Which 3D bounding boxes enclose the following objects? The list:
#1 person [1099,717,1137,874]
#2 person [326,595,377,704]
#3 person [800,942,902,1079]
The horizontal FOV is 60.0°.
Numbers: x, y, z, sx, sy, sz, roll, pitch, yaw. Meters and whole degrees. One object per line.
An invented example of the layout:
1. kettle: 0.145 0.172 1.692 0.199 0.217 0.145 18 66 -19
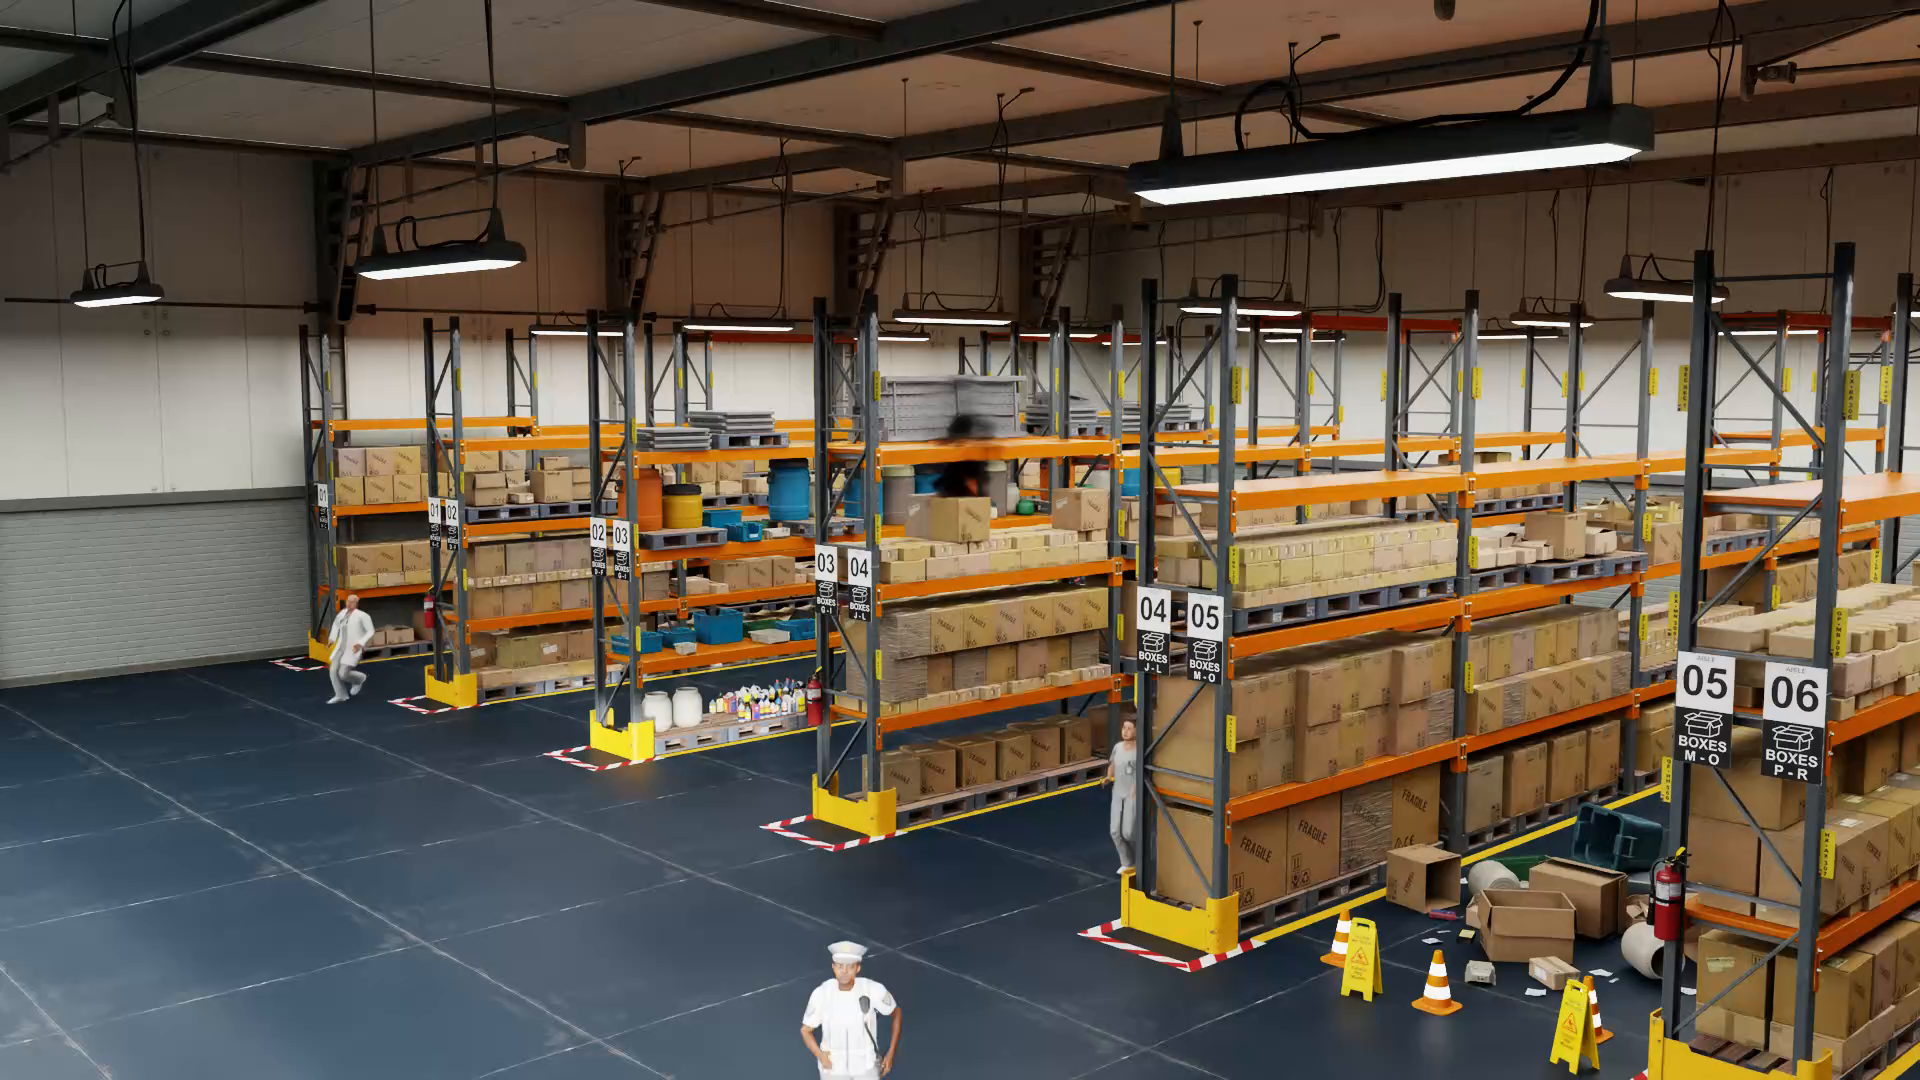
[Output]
1. person: 1.678 2.633 17.042 0.558 1.622 0.520 4 7 37
2. person: -9.499 1.797 25.972 0.763 1.523 0.588 2 6 20
3. person: -0.683 3.291 10.255 0.618 1.677 0.604 0 6 3
